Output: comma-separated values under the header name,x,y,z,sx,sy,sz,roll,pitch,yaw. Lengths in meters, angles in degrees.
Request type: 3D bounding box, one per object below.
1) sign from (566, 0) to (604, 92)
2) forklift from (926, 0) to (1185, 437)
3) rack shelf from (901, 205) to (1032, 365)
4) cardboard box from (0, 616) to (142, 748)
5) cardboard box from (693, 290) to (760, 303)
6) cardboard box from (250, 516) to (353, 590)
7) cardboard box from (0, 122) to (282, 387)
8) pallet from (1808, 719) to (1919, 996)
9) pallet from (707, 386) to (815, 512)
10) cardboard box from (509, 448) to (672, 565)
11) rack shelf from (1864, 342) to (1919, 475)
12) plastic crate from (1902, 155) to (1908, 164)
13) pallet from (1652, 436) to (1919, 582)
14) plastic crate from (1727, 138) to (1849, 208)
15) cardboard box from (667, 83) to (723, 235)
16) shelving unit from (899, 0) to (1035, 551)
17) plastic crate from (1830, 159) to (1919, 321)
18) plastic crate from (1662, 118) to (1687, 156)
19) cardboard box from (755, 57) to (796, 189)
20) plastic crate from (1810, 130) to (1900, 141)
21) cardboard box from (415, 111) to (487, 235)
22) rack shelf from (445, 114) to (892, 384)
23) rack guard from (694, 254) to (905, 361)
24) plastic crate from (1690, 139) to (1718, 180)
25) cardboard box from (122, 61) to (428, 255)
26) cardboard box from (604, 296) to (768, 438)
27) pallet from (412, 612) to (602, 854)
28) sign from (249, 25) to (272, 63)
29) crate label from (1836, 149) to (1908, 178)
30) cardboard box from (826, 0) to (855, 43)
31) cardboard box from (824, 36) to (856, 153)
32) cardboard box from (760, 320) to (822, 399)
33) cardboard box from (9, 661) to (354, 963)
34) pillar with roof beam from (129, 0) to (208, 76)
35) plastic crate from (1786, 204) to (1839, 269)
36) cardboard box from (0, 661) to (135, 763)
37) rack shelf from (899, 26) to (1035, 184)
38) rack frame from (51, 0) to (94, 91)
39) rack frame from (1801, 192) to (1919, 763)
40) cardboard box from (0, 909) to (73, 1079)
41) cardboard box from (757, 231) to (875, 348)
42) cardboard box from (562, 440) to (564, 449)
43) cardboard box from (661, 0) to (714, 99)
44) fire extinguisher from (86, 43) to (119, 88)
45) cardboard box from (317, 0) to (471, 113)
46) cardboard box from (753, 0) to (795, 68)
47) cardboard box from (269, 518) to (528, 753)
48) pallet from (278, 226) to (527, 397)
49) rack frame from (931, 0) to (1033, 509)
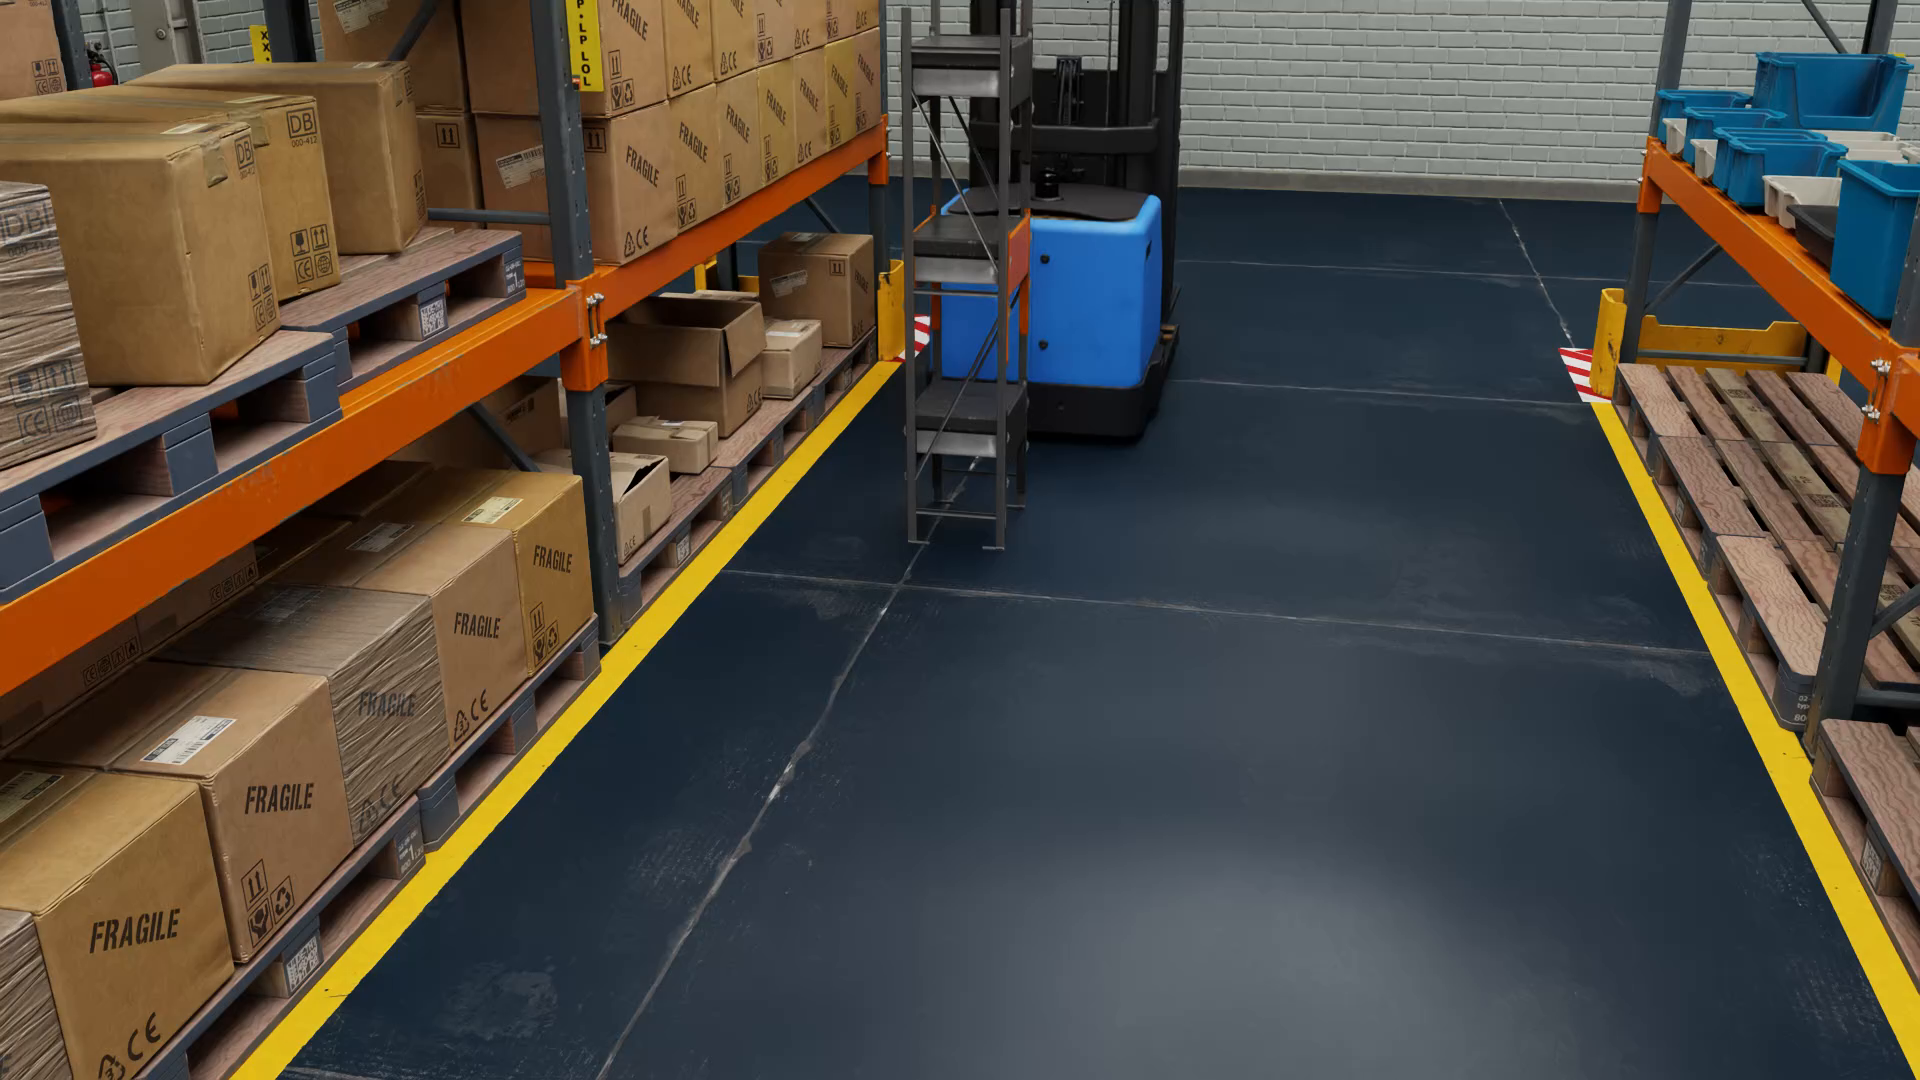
name,x,y,z,sx,sy,sz,roll,pitch,yaw
sign,-1.169,-1.563,5.170,0.100,0.325,0.005,4,22,11
forklift,0.641,-2.368,8.810,1.130,2.935,3.031,4,22,11
rack shelf,0.034,-1.022,6.617,0.431,0.518,0.480,4,22,11
cardboard box,-2.356,0.248,3.976,0.500,0.250,0.500,4,22,10
cardboard box,-1.318,-1.285,9.255,0.380,0.149,0.250,4,22,11
cardboard box,-2.148,0.243,4.993,0.500,0.500,0.500,5,22,12
cardboard box,-2.013,-0.657,3.775,0.700,0.500,0.500,-1,22,-3
pallet,2.937,0.884,4.375,1.003,0.211,1.213,4,22,11
pallet,-1.325,-0.472,7.743,1.003,0.211,1.213,4,22,11
cardboard box,-1.415,-0.161,6.248,0.500,0.311,0.500,4,22,11
rack shelf,2.728,0.377,2.865,1.077,0.370,4.000,4,22,11
plastic crate,3.784,-1.330,6.286,0.416,0.233,0.300,4,22,11
pallet,3.494,-0.114,6.854,1.003,0.211,1.213,4,22,11
plastic crate,3.249,-1.445,6.569,0.416,0.233,0.300,4,22,11
cardboard box,-1.241,-1.466,6.346,0.500,0.500,0.500,5,22,12
shelving unit,0.034,-1.035,6.612,0.431,2.100,0.503,4,22,11
plastic crate,2.897,-0.905,5.027,0.392,0.384,0.575,4,22,11
plastic crate,3.433,-1.880,7.780,0.250,0.136,0.298,4,22,11
cardboard box,-1.034,-1.835,7.262,0.500,0.500,0.500,4,22,10
plastic crate,3.963,-1.744,7.442,0.396,0.136,0.243,4,22,11
cardboard box,-1.862,-1.316,5.971,0.500,0.500,0.500,5,22,12
rack shelf,-1.305,-1.465,7.438,1.077,0.370,4.000,4,22,11
rack guard,-0.912,-1.343,9.518,1.175,0.500,0.348,4,22,11
plastic crate,3.294,-1.632,7.164,0.250,0.136,0.298,4,22,11
cardboard box,-2.028,-1.152,5.003,0.700,0.500,0.500,-3,22,-7
cardboard box,-1.334,-0.801,7.579,0.797,0.503,0.637,4,22,11
pallet,-1.842,0.527,5.263,1.003,0.211,1.213,4,22,11
sign,-2.246,-1.507,5.422,0.100,0.325,0.005,4,22,11
crate label,3.856,-1.536,6.924,0.396,0.136,0.243,4,22,11
cardboard box,-0.820,-2.671,7.999,0.500,0.500,0.500,5,22,12
cardboard box,-0.824,-2.202,8.171,0.500,0.500,0.500,5,22,11
cardboard box,-0.990,-0.896,8.154,0.500,0.250,0.500,4,22,11
cardboard box,-1.846,0.640,4.005,0.500,0.500,0.500,4,22,9
pillar with roof beam,-1.828,-6.414,10.734,9.100,9.000,0.400,4,22,11
plastic crate,3.101,-1.018,5.654,0.437,0.125,0.590,4,22,11
cardboard box,-2.361,0.610,4.081,0.500,0.500,0.500,4,22,9
rack shelf,0.034,-1.671,6.355,0.431,0.518,0.480,4,22,11
rack frame,-5.747,-2.906,10.054,1.000,3.000,0.127,4,22,11
rack frame,3.136,-0.688,4.547,1.000,3.000,0.127,4,22,11
cardboard box,-2.055,1.015,3.076,0.500,0.500,0.500,4,22,9
cardboard box,-0.766,-1.357,8.964,0.500,0.500,0.500,4,22,11
cardboard box,-1.856,-0.320,6.861,0.380,0.149,0.250,4,22,11
cardboard box,-1.236,-1.917,6.125,0.500,0.500,0.500,4,22,9
fire extinguisher,-5.264,-2.717,10.188,0.296,0.674,0.183,4,22,11
cardboard box,-1.863,-1.782,5.790,0.500,0.500,0.500,5,22,11
cardboard box,-1.026,-2.294,7.061,0.500,0.500,0.500,5,23,13
cardboard box,-1.642,0.271,4.923,0.500,0.500,0.500,5,22,11
pallet,-1.983,-0.694,4.819,1.003,0.211,1.213,4,22,11
rack frame,0.084,-1.124,6.833,0.400,2.100,0.015,4,22,11
